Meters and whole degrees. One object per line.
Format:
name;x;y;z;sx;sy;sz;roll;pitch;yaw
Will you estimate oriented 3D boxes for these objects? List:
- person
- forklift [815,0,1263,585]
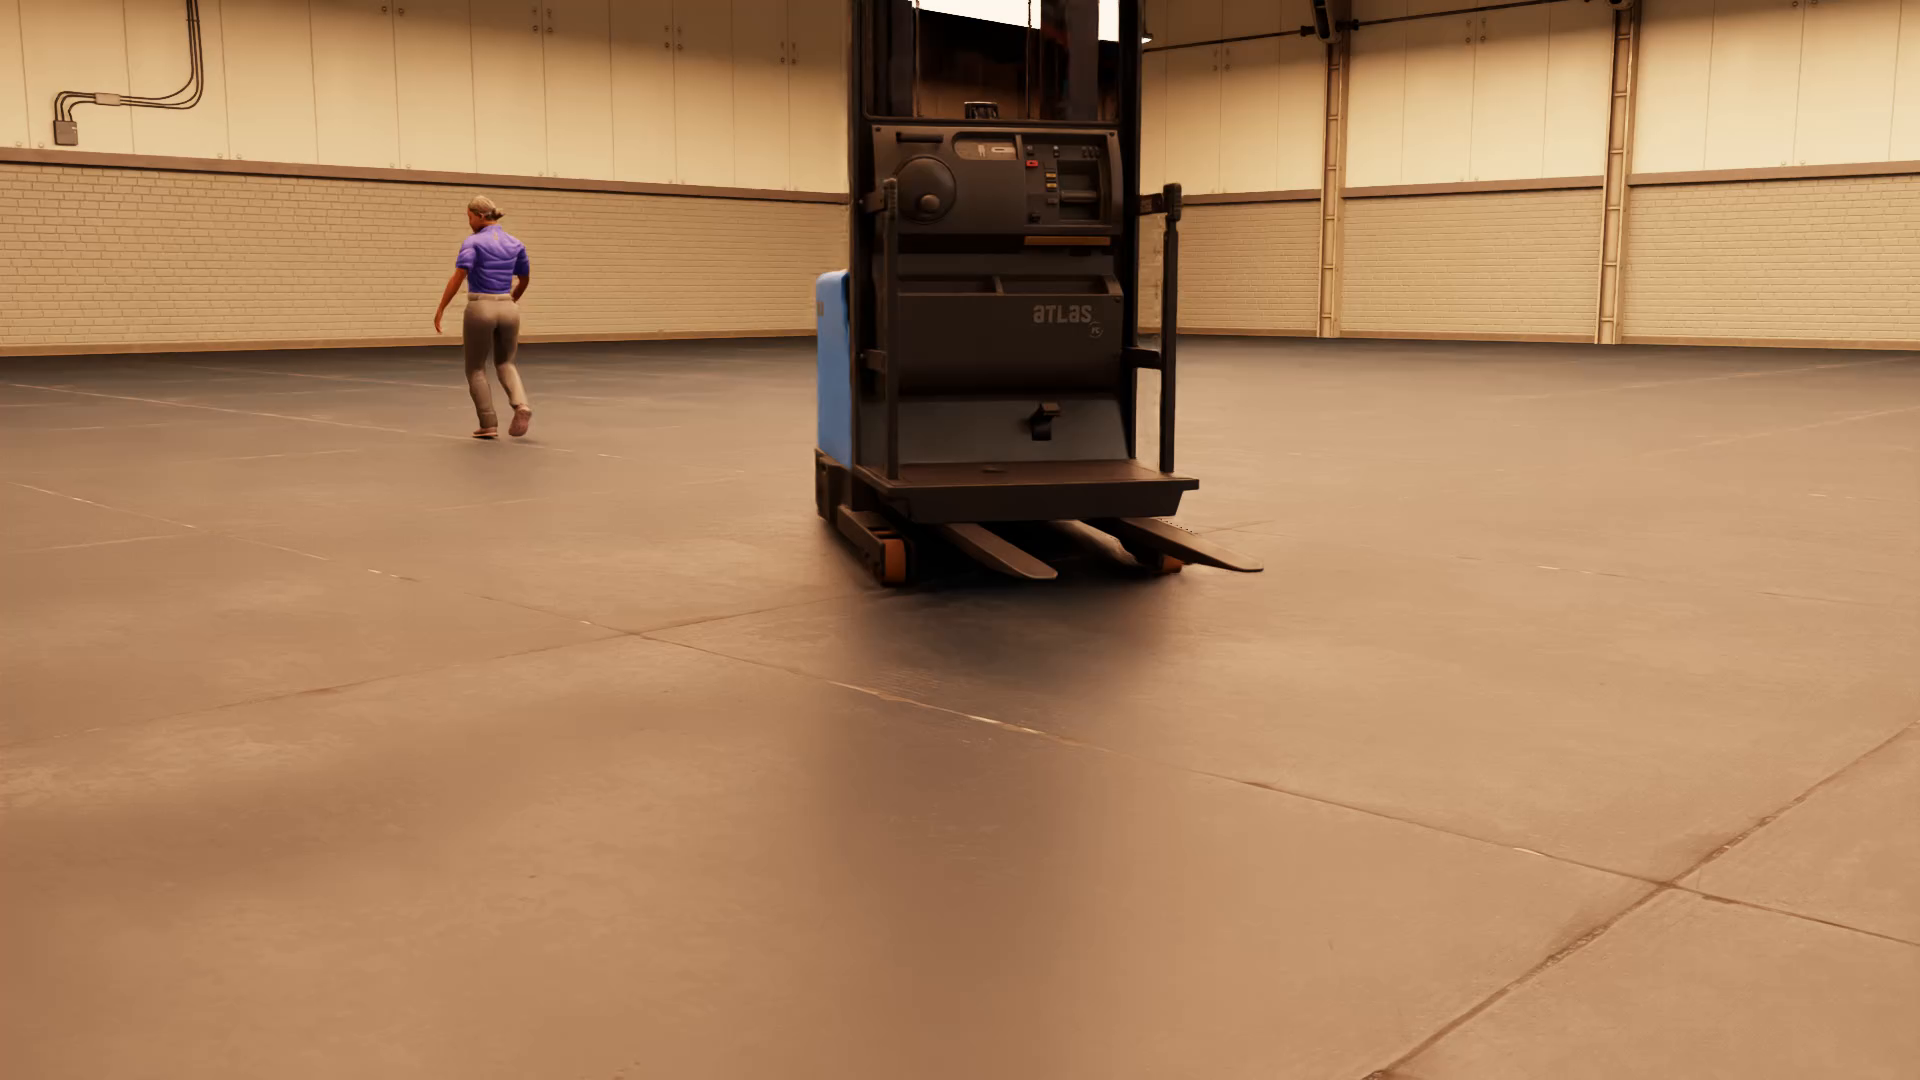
person;-3.230;-1.495;11.238;0.687;1.629;0.440;-7;11;-37
forklift;0.189;-1.355;5.872;1.130;2.935;3.031;-2;9;-13
